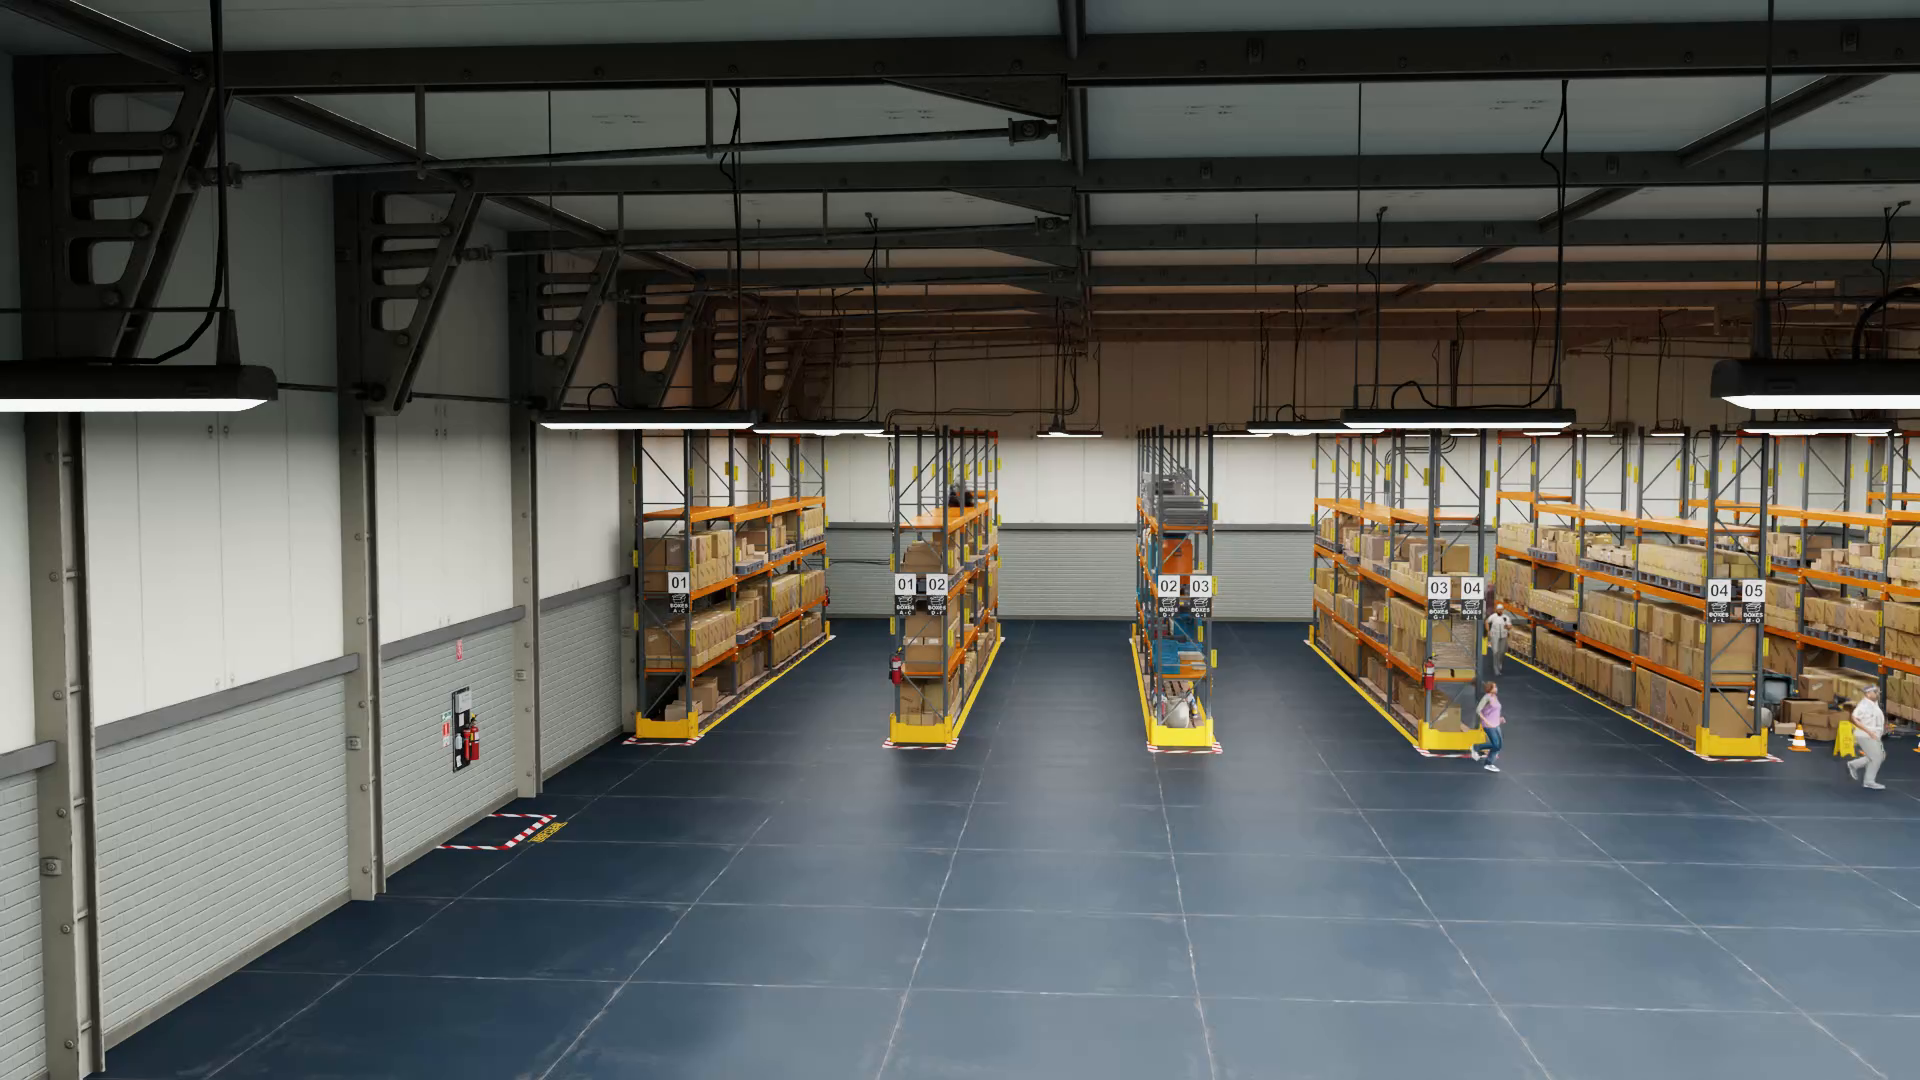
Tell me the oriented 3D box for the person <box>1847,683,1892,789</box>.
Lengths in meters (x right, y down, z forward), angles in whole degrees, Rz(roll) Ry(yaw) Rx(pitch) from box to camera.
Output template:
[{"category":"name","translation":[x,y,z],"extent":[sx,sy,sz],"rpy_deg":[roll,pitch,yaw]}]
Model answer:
[{"category":"person","translation":[14.922,3.206,27.369],"extent":[0.656,1.735,0.665],"rpy_deg":[-3,5,-40]}]

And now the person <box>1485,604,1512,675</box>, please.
[{"category":"person","translation":[13.247,2.426,40.865],"extent":[0.594,1.698,0.873],"rpy_deg":[0,3,5]}]

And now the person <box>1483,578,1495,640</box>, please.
[{"category":"person","translation":[15.114,1.996,47.219],"extent":[0.940,1.841,0.753],"rpy_deg":[0,3,-8]}]

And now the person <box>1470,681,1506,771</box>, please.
[{"category":"person","translation":[9.169,3.221,28.868],"extent":[0.549,1.558,0.548],"rpy_deg":[3,5,44]}]
